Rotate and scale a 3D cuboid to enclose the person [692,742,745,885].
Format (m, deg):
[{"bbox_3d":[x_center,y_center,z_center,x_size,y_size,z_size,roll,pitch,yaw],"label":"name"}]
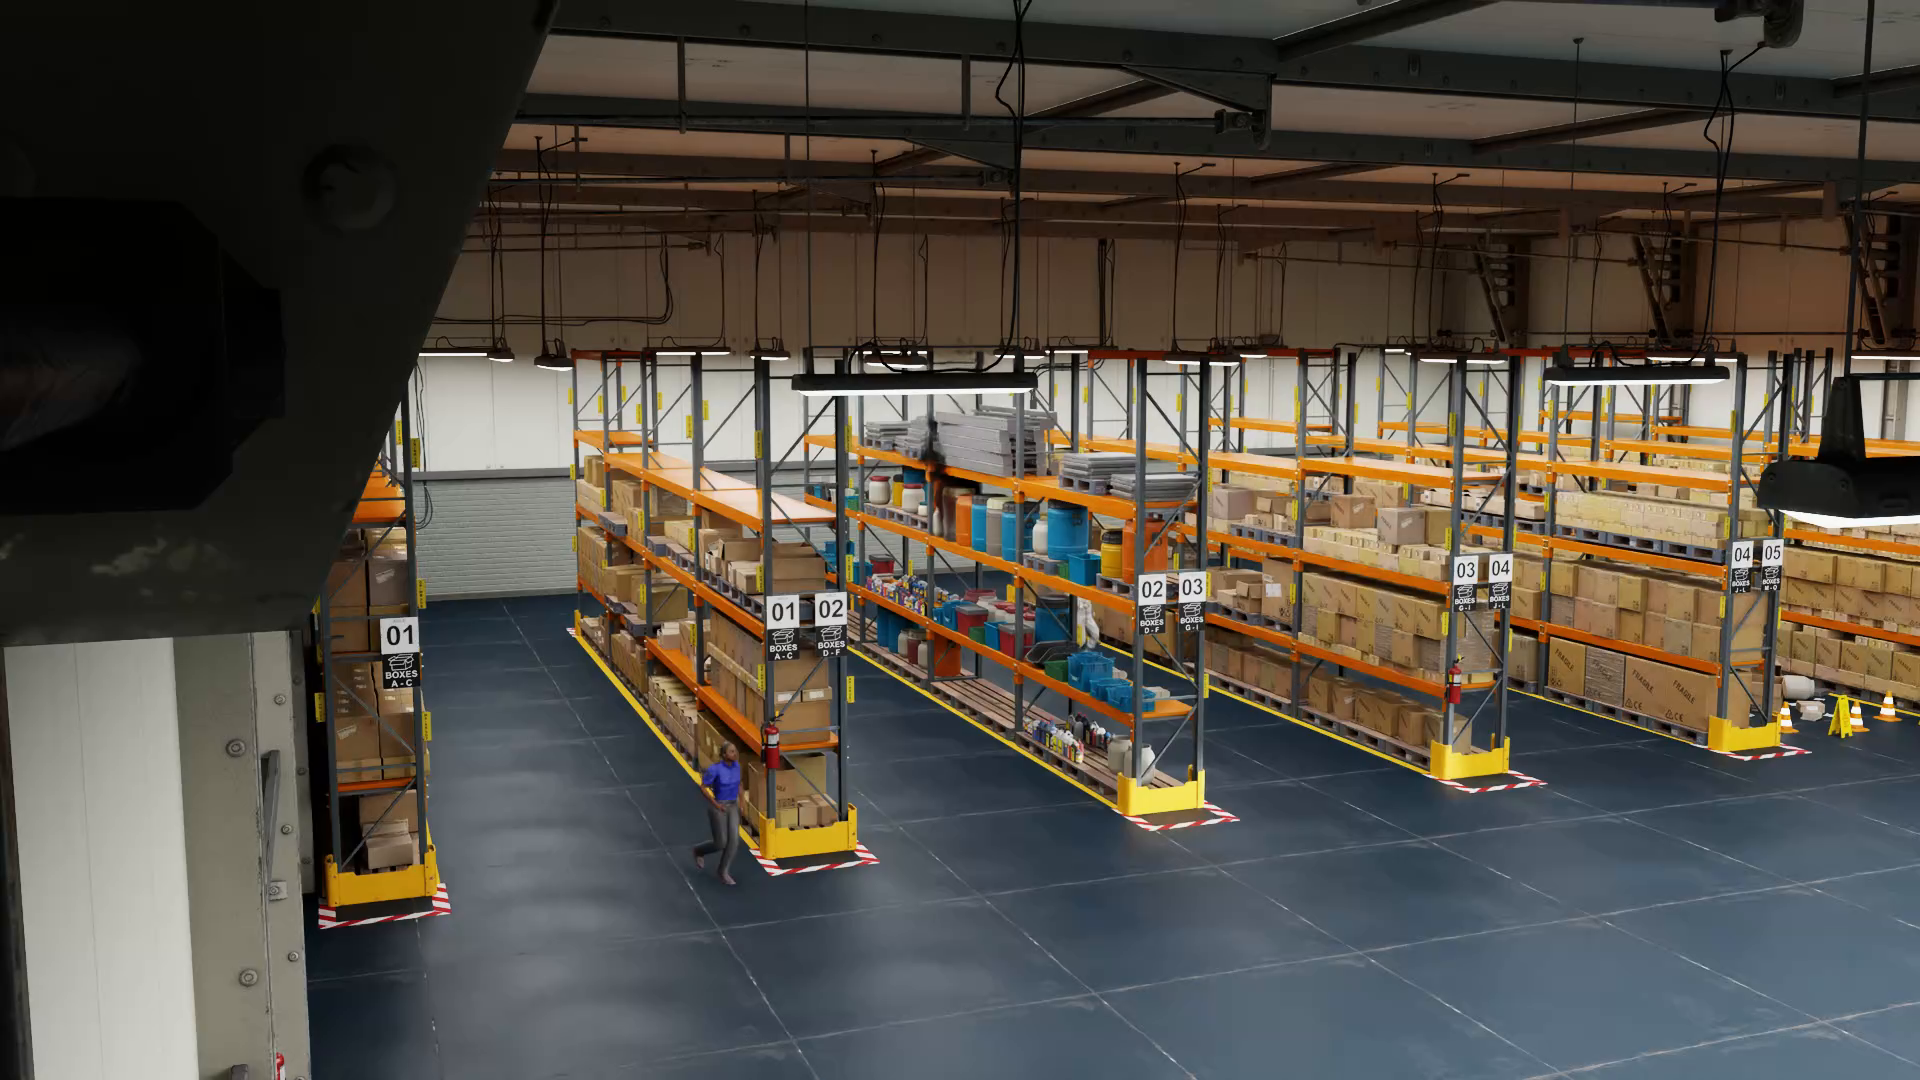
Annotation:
[{"bbox_3d":[-2.763,3.145,19.415,0.658,1.625,0.606,6,9,41],"label":"person"}]

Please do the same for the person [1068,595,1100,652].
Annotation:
[{"bbox_3d":[2.290,1.461,30.980,0.632,1.714,0.706,-4,8,-29],"label":"person"}]
